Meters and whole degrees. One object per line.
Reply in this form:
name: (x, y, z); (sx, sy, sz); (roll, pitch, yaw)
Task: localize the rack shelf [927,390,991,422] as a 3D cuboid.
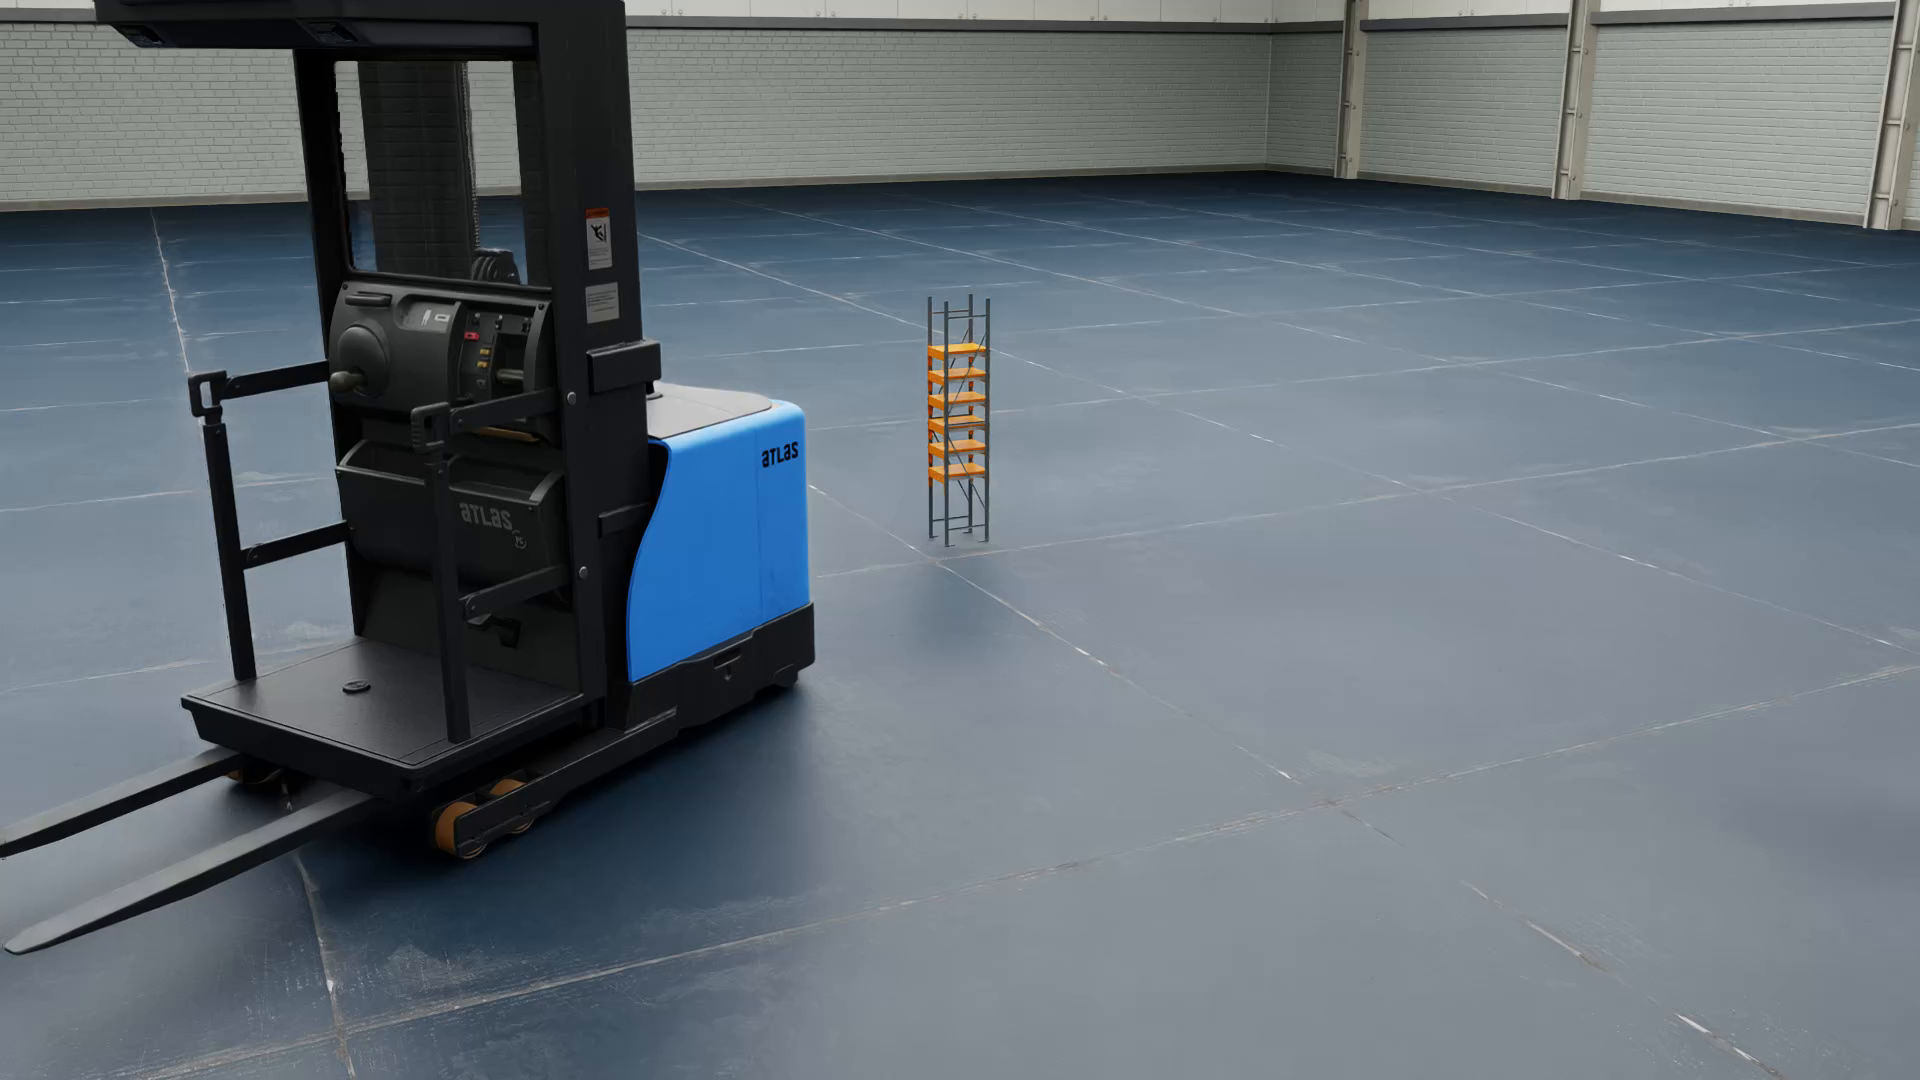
rack shelf: (-0.006, -0.653, 8.077); (0.258, 0.103, 0.180); (-8, 18, -25)

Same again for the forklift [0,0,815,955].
forklift: (-1.754, -0.606, 5.050); (1.130, 2.935, 3.031); (10, 19, 30)

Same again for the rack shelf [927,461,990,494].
rack shelf: (-0.006, -0.307, 8.176); (0.258, 0.103, 0.180); (-8, 18, -25)

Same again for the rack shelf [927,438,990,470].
rack shelf: (-0.006, -0.422, 8.143); (0.258, 0.103, 0.180); (-8, 18, -25)

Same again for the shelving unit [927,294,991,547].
shelving unit: (-0.006, -0.580, 8.098); (0.258, 1.200, 0.189); (-8, 18, -25)

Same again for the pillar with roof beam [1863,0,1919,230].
pillar with roof beam: (9.309, -8.257, 20.709); (9.100, 9.000, 0.400); (-8, 18, -25)

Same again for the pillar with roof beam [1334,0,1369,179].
pillar with roof beam: (4.052, -11.232, 31.078); (9.100, 9.000, 0.400); (-8, 18, -25)

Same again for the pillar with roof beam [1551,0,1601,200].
pillar with roof beam: (6.681, -9.745, 25.893); (9.100, 9.000, 0.400); (-8, 18, -25)

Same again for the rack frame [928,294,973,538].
rack frame: (-0.046, -0.603, 8.177); (0.240, 1.200, 0.006); (-8, 18, -25)

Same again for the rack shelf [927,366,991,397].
rack shelf: (-0.006, -0.768, 8.044); (0.258, 0.103, 0.180); (-8, 18, -25)

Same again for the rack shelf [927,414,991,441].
rack shelf: (-0.006, -0.538, 8.110); (0.258, 0.103, 0.180); (-8, 18, -25)

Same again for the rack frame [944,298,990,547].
rack frame: (0.034, -0.558, 8.019); (0.240, 1.200, 0.006); (-8, 18, -25)

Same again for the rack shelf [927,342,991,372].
rack shelf: (-0.006, -0.884, 8.011); (0.258, 0.103, 0.180); (-8, 18, -25)
